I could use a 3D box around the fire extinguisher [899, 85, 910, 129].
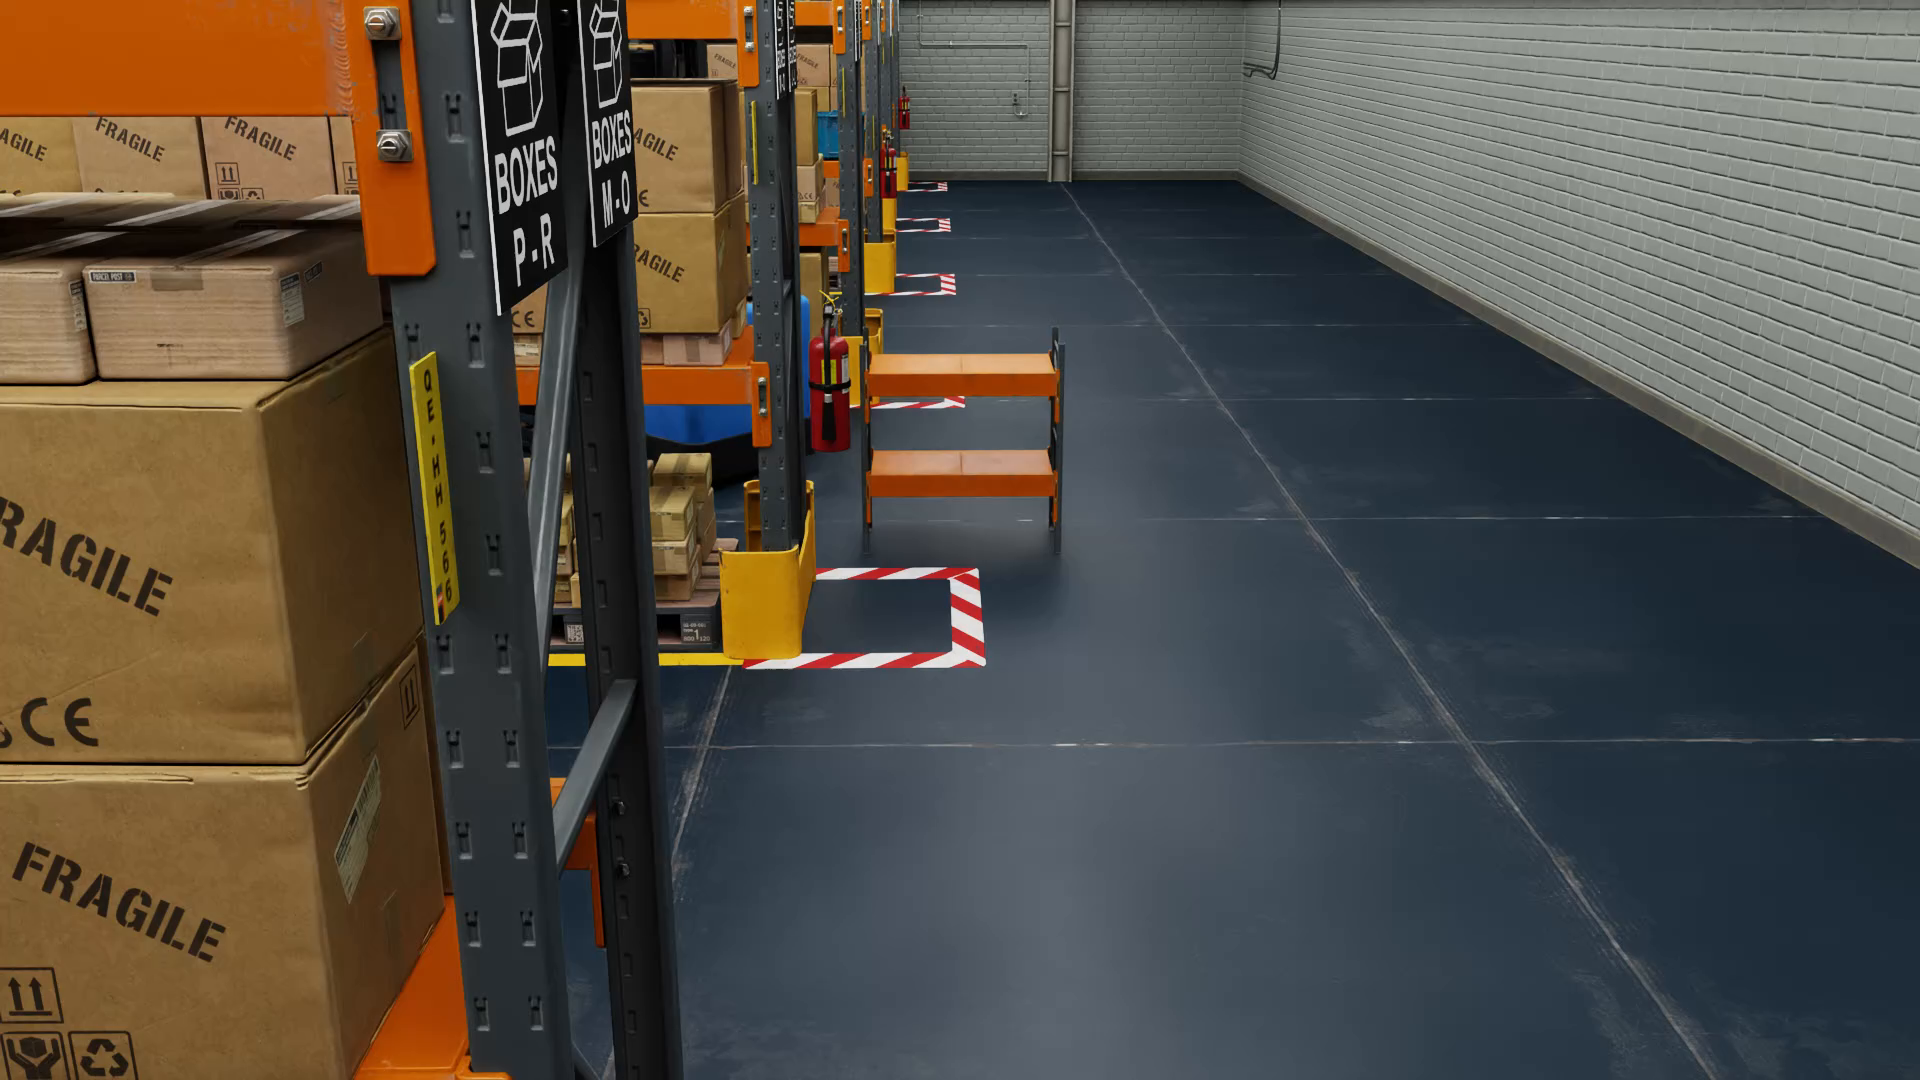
[{"bbox_3d":[-0.873,-6.775,25.994,0.183,0.674,0.296,0,18,-1],"label":"fire extinguisher"}]

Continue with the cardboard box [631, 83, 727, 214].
[{"bbox_3d":[-1.273,-1.663,7.034,0.500,0.500,0.500,-1,18,-2],"label":"cardboard box"}]

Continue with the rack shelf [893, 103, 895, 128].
[{"bbox_3d":[-3.031,-6.778,26.442,4.000,0.370,1.077,0,18,-1],"label":"rack shelf"}]

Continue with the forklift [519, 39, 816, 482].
[{"bbox_3d":[-2.358,-2.068,10.696,3.031,2.935,1.130,15,23,38],"label":"forklift"}]

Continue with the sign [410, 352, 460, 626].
[{"bbox_3d":[-0.645,-0.063,2.050,0.005,0.325,0.100,0,18,-1],"label":"sign"}]

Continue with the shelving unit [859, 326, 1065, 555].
[{"bbox_3d":[0.007,-0.536,8.876,1.048,1.125,0.538,0,18,-1],"label":"shelving unit"}]

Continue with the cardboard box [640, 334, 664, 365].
[{"bbox_3d":[-1.390,-0.879,7.287,0.250,0.149,0.380,0,18,-1],"label":"cardboard box"}]

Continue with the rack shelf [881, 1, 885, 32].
[{"bbox_3d":[-2.949,-6.693,21.268,4.000,0.370,1.077,0,18,-1],"label":"rack shelf"}]

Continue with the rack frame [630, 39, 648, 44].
[{"bbox_3d":[-5.030,-7.110,26.303,0.127,3.000,1.000,0,18,-1],"label":"rack frame"}]

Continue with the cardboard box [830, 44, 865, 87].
[{"bbox_3d":[-1.390,-6.054,21.210,0.500,0.500,0.500,0,18,-1],"label":"cardboard box"}]

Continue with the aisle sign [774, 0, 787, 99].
[{"bbox_3d":[-0.741,-2.222,6.809,0.004,0.787,0.394,0,18,-1],"label":"aisle sign"}]

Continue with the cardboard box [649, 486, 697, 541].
[{"bbox_3d":[-1.344,-0.122,7.522,0.250,0.149,0.380,0,18,0],"label":"cardboard box"}]

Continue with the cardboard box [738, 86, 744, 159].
[{"bbox_3d":[-1.780,-3.096,12.320,0.500,0.500,0.500,-1,18,-2],"label":"cardboard box"}]

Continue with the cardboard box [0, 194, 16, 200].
[{"bbox_3d":[-1.785,-0.484,2.783,0.250,0.149,0.380,-1,18,-3],"label":"cardboard box"}]

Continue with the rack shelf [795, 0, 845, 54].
[{"bbox_3d":[-2.796,-3.667,11.836,4.000,0.370,1.077,0,18,-1],"label":"rack shelf"}]

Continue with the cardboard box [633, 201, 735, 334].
[{"bbox_3d":[-1.264,-1.184,7.178,0.500,0.500,0.500,0,18,0],"label":"cardboard box"}]

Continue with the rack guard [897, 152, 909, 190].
[{"bbox_3d":[-1.007,-5.940,26.745,0.348,0.500,1.175,0,18,-1],"label":"rack guard"}]

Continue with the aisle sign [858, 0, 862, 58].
[{"bbox_3d":[-0.729,-3.921,12.104,0.004,0.787,0.394,0,18,-1],"label":"aisle sign"}]

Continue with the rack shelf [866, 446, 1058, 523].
[{"bbox_3d":[0.007,-0.303,8.951,1.000,0.278,0.538,0,18,-1],"label":"rack shelf"}]

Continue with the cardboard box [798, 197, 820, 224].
[{"bbox_3d":[-1.147,-2.369,11.934,0.250,0.149,0.380,0,18,0],"label":"cardboard box"}]

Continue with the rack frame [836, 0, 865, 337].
[{"bbox_3d":[-0.796,-2.591,12.215,0.127,3.000,1.000,0,18,-1],"label":"rack frame"}]

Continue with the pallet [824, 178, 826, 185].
[{"bbox_3d":[-1.829,-5.774,26.702,1.213,0.211,1.003,0,18,-1],"label":"pallet"}]

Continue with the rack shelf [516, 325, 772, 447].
[{"bbox_3d":[-2.819,-0.724,7.571,4.000,0.370,1.077,0,18,-1],"label":"rack shelf"}]

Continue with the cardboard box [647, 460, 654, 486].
[{"bbox_3d":[-1.622,-0.265,7.968,0.250,0.149,0.380,0,18,0],"label":"cardboard box"}]

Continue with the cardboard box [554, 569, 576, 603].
[{"bbox_3d":[-1.863,0.155,7.633,0.250,0.149,0.380,0,18,-1],"label":"cardboard box"}]

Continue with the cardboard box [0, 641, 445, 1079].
[{"bbox_3d":[-1.118,0.471,2.505,0.500,0.500,0.500,0,18,-1],"label":"cardboard box"}]

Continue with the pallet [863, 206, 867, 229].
[{"bbox_3d":[-1.822,-4.284,22.058,1.213,0.211,1.003,0,18,-1],"label":"pallet"}]

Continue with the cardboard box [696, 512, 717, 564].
[{"bbox_3d":[-1.348,-0.014,8.159,0.250,0.149,0.380,0,18,0],"label":"cardboard box"}]

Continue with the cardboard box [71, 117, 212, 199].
[{"bbox_3d":[-3.341,-1.650,6.992,0.500,0.500,0.500,0,18,0],"label":"cardboard box"}]

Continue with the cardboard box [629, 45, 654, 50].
[{"bbox_3d":[-3.957,-6.040,21.166,0.500,0.500,0.500,-1,18,-3],"label":"cardboard box"}]

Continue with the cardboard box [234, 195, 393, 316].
[{"bbox_3d":[-0.999,-0.480,2.771,0.250,0.149,0.380,0,18,0],"label":"cardboard box"}]

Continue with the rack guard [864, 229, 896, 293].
[{"bbox_3d":[-0.851,-2.918,17.325,0.348,0.500,1.175,0,18,-1],"label":"rack guard"}]

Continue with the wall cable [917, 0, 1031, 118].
[{"bbox_3d":[0.235,-7.909,27.127,1.851,1.984,0.084,0,18,-1],"label":"wall cable"}]

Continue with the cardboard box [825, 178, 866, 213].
[{"bbox_3d":[-1.489,-4.558,21.718,0.500,0.500,0.500,0,18,-1],"label":"cardboard box"}]

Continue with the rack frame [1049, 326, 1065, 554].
[{"bbox_3d":[0.515,-0.538,8.884,0.032,1.125,0.500,0,18,-1],"label":"rack frame"}]

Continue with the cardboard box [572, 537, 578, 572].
[{"bbox_3d":[-1.604,0.015,7.584,0.250,0.149,0.380,-1,18,-2],"label":"cardboard box"}]
